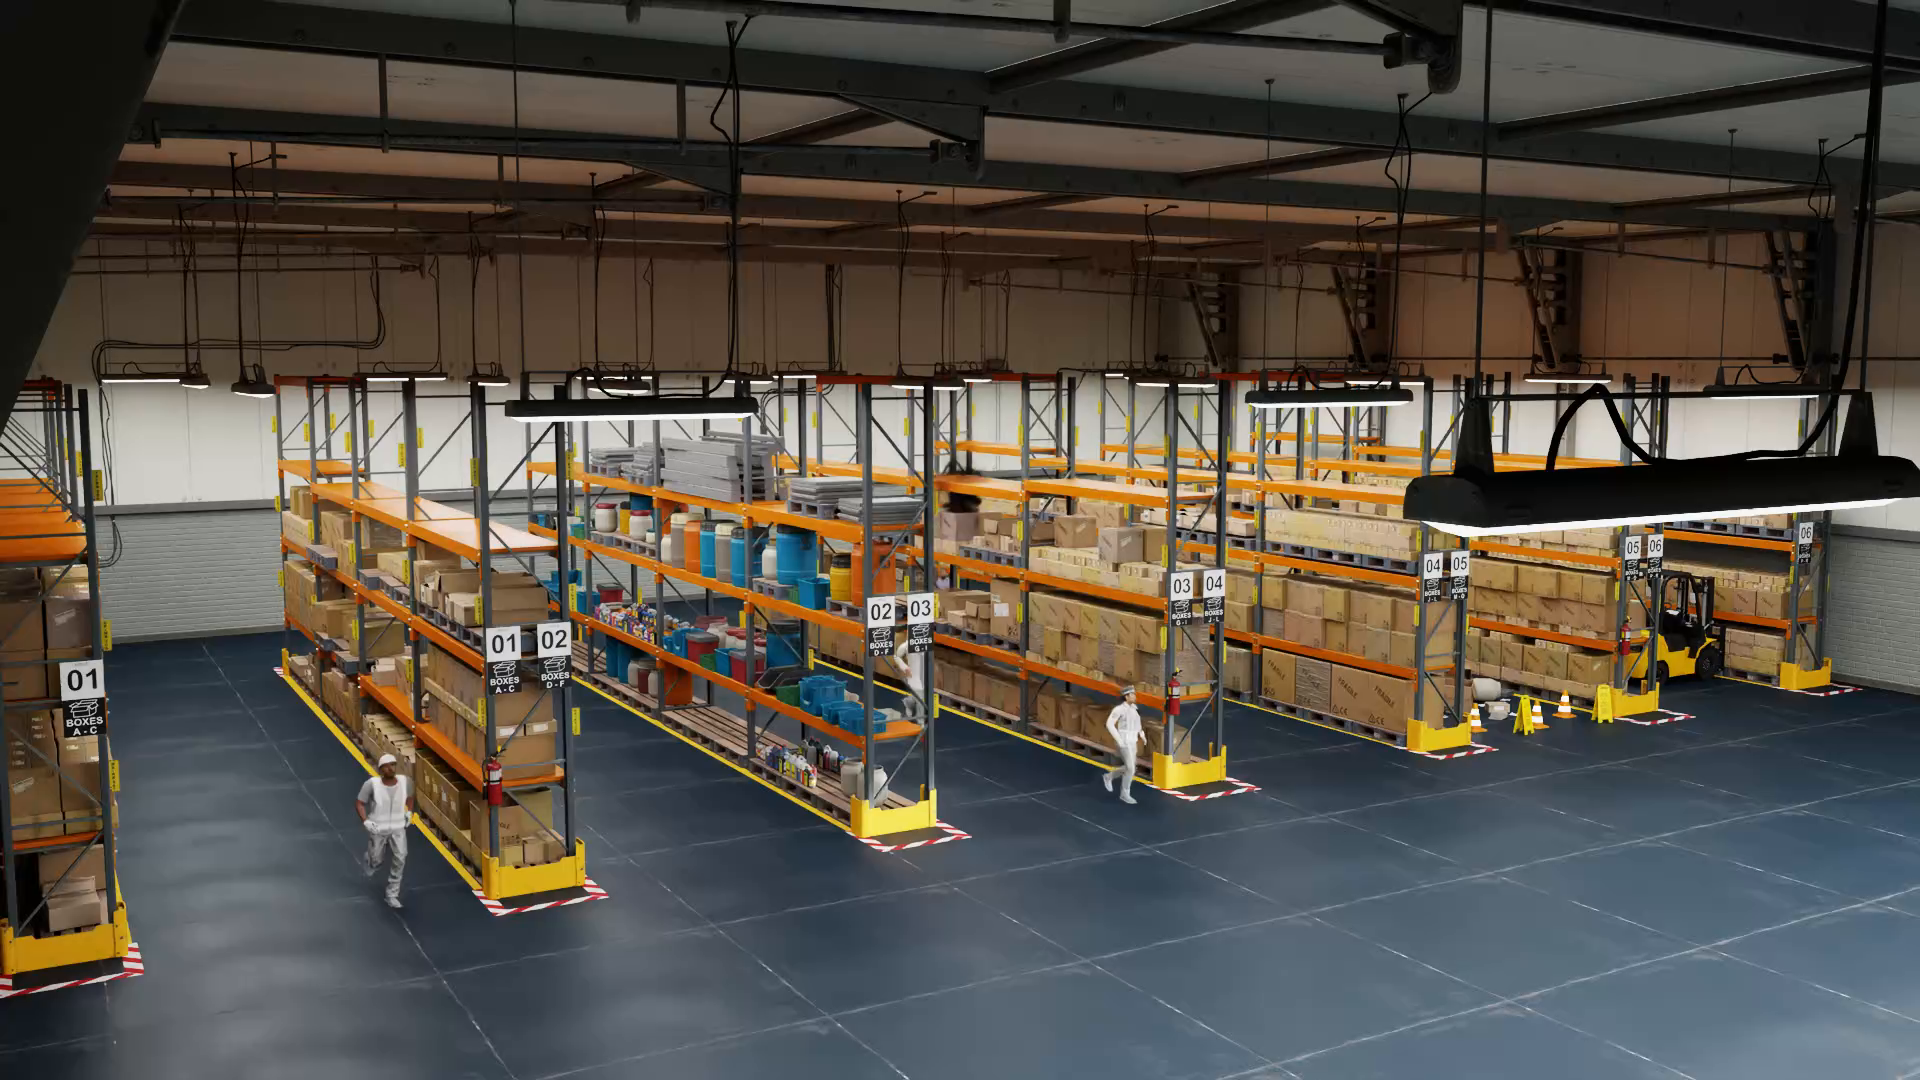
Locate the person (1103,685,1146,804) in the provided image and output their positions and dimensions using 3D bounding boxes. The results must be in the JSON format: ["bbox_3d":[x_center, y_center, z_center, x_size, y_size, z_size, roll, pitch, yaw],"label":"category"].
[{"bbox_3d":[2.362,2.908,23.938,0.626,1.663,0.666,6,8,41],"label":"person"}]

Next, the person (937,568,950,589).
[{"bbox_3d":[-0.407,1.430,37.691,0.607,1.615,0.641,-3,7,-23],"label":"person"}]

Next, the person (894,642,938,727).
[{"bbox_3d":[-0.758,2.359,28.473,0.711,1.769,0.885,-5,8,-37],"label":"person"}]

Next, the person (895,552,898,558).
[{"bbox_3d":[-1.750,1.105,39.987,0.765,1.688,0.577,-1,6,-9],"label":"person"}]

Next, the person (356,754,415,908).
[{"bbox_3d":[-6.715,3.363,19.501,0.688,1.744,0.852,-4,7,-30],"label":"person"}]
